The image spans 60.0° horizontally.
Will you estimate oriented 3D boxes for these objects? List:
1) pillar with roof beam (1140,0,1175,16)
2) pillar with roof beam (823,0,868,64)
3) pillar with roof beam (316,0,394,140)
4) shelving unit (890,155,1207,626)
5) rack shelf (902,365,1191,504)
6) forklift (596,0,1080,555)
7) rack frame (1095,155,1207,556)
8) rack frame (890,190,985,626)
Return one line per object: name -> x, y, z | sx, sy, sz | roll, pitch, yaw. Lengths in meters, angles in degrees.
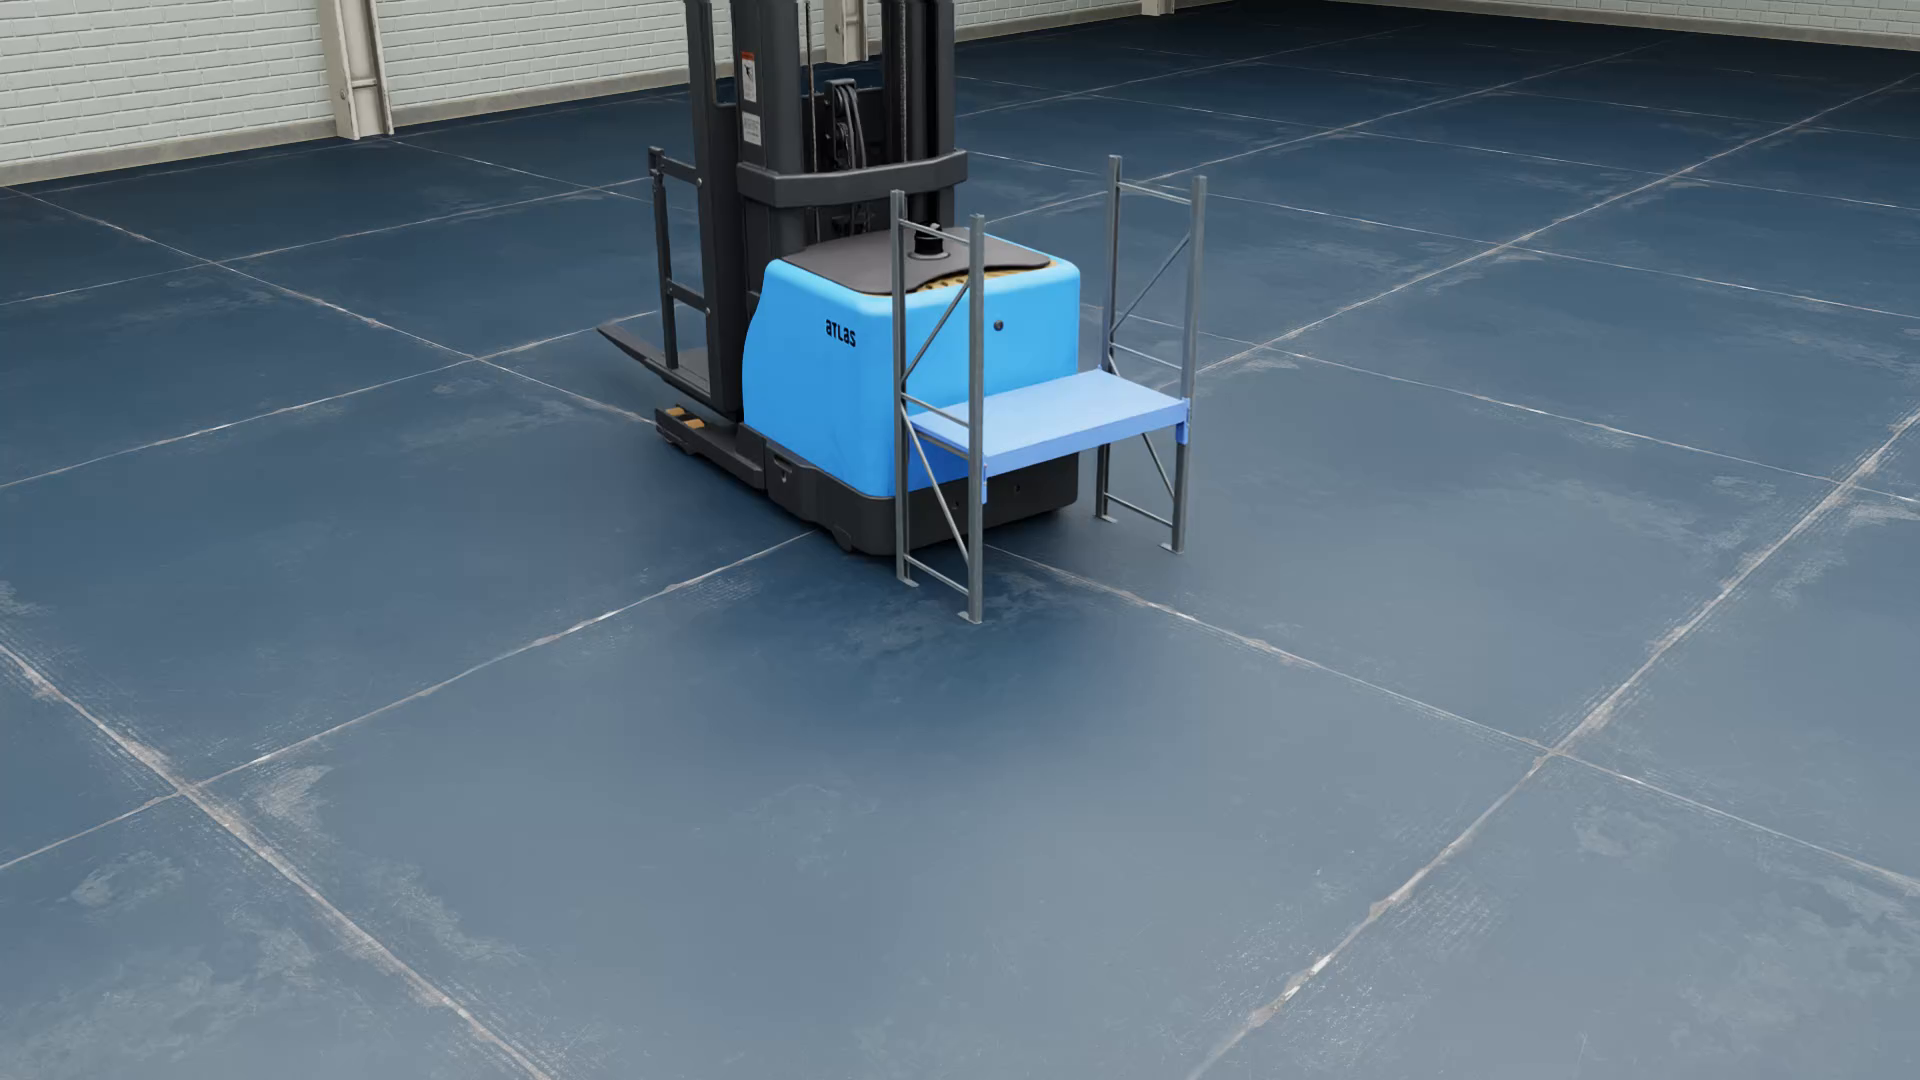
pillar with roof beam -> 5.924, -10.195, 18.490 | 9.100, 9.000, 0.400 | 20, 31, 38
pillar with roof beam -> 1.920, -8.367, 14.413 | 9.100, 9.000, 0.400 | 20, 31, 38
pillar with roof beam -> -2.085, -6.539, 10.336 | 9.100, 9.000, 0.400 | 20, 31, 38
shelving unit -> 0.324, -0.582, 6.214 | 1.048, 1.500, 0.538 | -17, 29, -33
rack shelf -> 0.324, -0.417, 6.287 | 1.000, 0.185, 0.538 | -17, 29, -33
forklift -> -0.763, -1.825, 7.237 | 1.130, 2.935, 3.031 | -16, 29, -32
rack frame -> 0.730, -0.707, 6.493 | 0.032, 1.500, 0.500 | -17, 29, -33
rack frame -> -0.081, -0.456, 5.934 | 0.032, 1.500, 0.500 | -17, 29, -33
